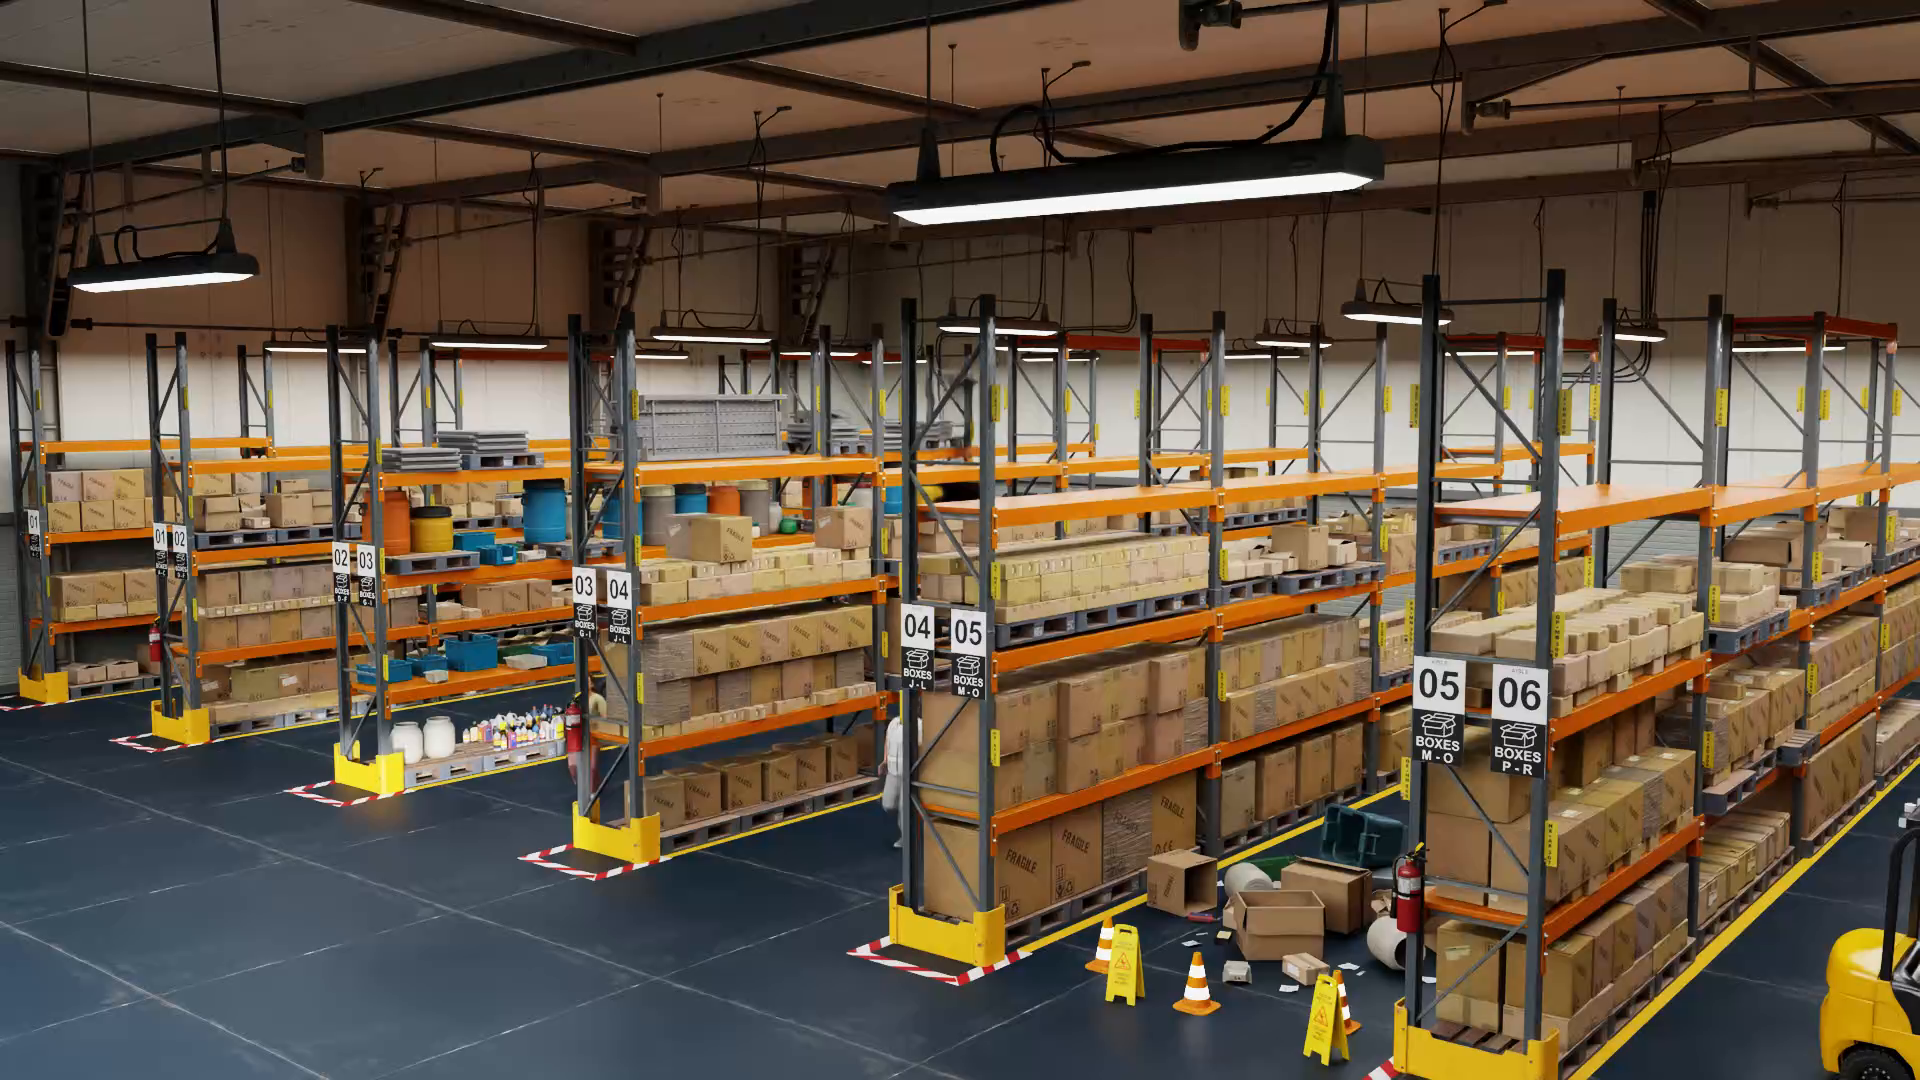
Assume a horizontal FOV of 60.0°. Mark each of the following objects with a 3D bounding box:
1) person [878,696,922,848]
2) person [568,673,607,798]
[{"bbox_3d":[-0.611,2.611,18.889,0.677,1.737,0.604,3,6,26],"label":"person"},{"bbox_3d":[-4.675,2.465,20.742,0.551,1.634,0.620,0,5,5],"label":"person"}]
